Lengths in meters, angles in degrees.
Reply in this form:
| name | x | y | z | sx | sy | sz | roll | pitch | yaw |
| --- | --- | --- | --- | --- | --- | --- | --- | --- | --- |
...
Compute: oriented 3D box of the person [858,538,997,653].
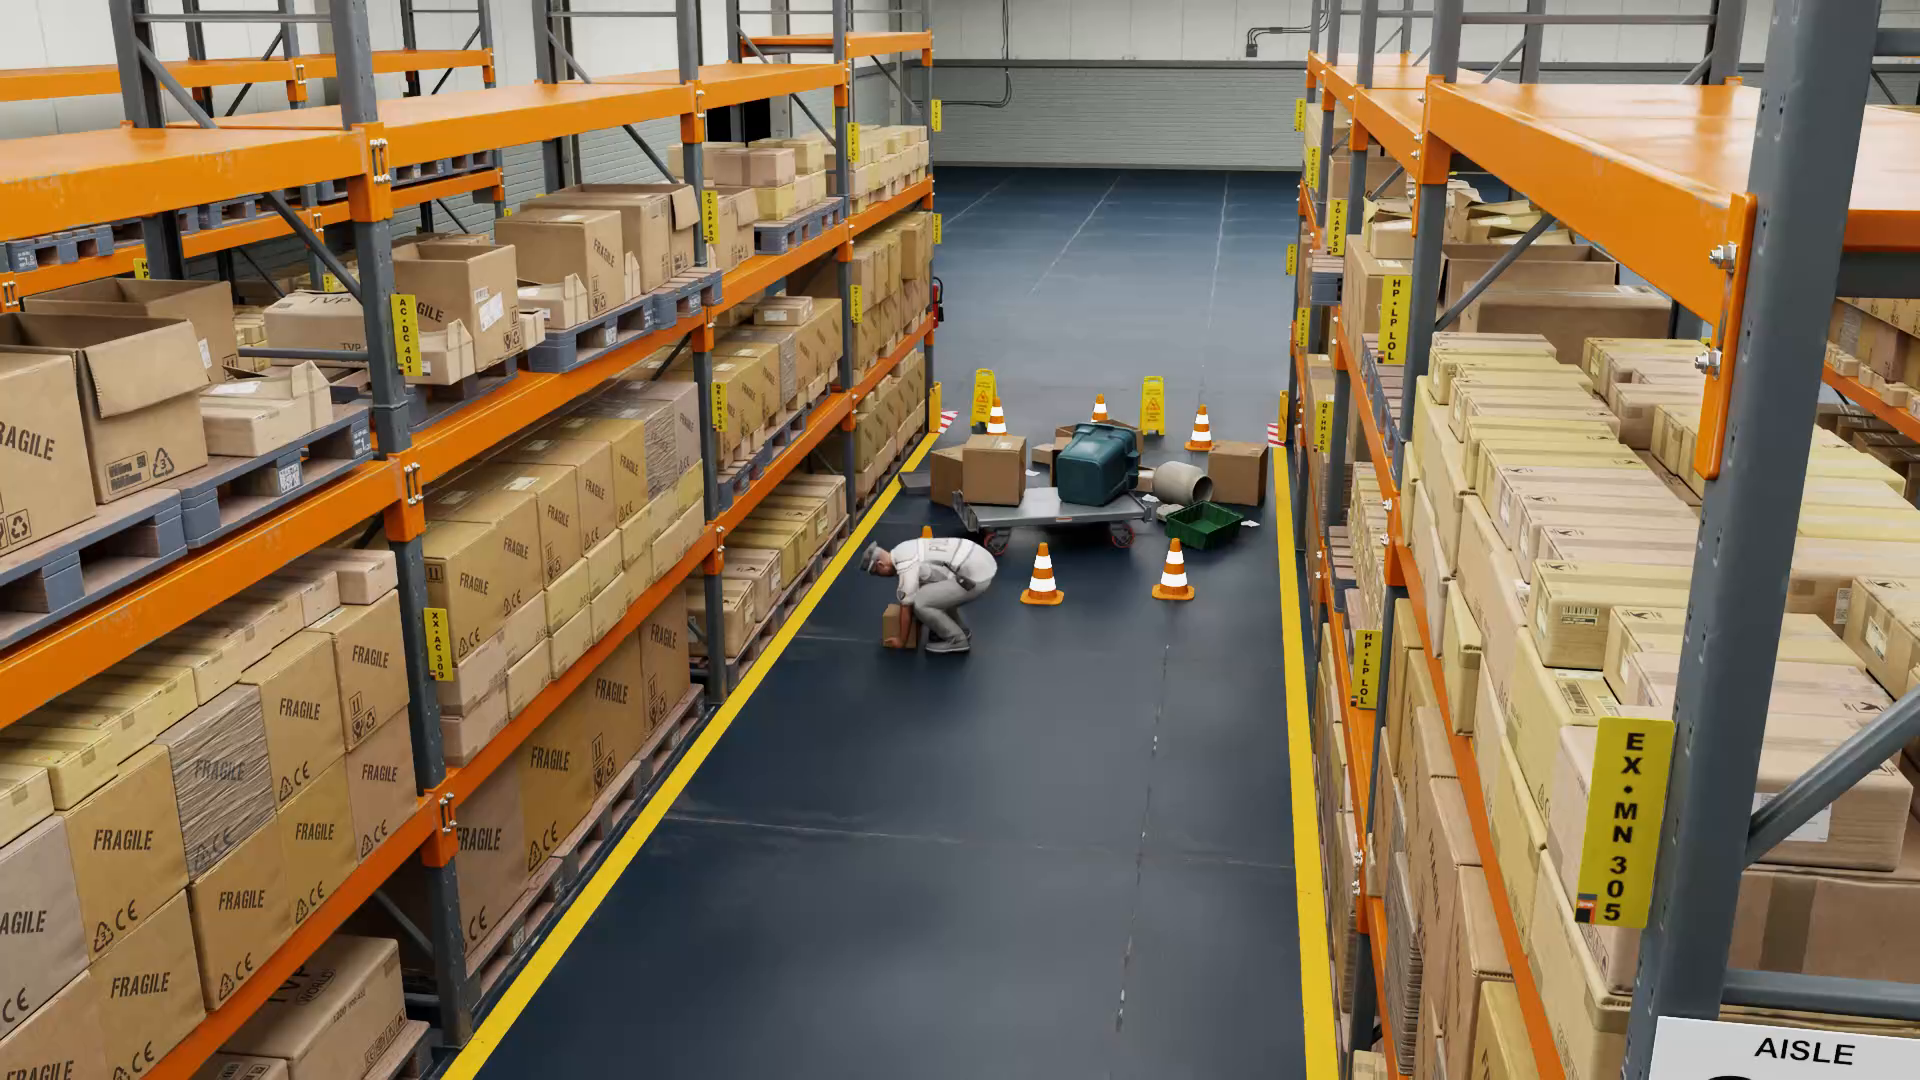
| name | x | y | z | sx | sy | sz | roll | pitch | yaw |
| --- | --- | --- | --- | --- | --- | --- | --- | --- | --- |
| person | -0.243 | 0.402 | 12.364 | 1.027 | 0.833 | 0.524 | 2 | 18 | 7 |
